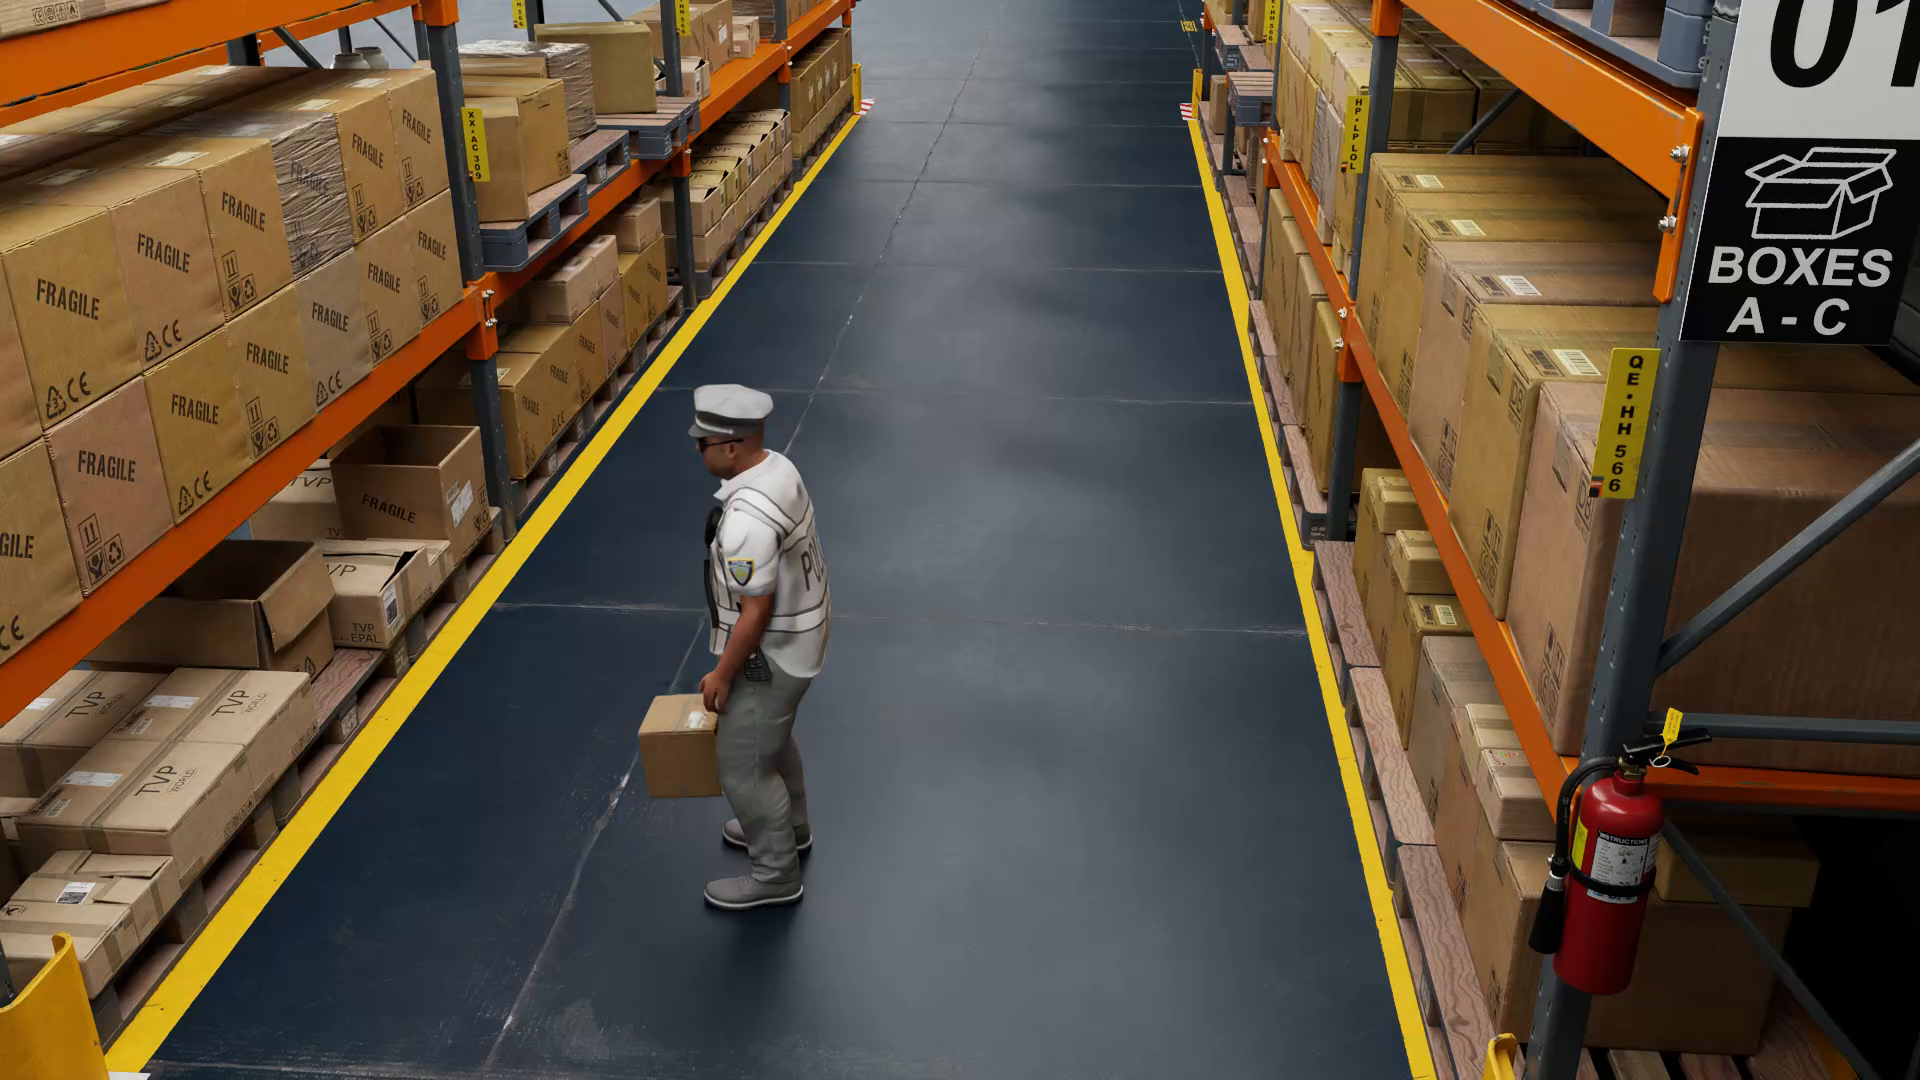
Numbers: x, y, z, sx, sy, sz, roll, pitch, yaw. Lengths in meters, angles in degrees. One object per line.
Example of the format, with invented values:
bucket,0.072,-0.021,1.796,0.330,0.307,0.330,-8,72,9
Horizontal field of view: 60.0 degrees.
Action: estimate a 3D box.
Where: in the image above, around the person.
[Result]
person,-0.633,0.347,5.319,0.434,1.755,0.561,1,24,3
